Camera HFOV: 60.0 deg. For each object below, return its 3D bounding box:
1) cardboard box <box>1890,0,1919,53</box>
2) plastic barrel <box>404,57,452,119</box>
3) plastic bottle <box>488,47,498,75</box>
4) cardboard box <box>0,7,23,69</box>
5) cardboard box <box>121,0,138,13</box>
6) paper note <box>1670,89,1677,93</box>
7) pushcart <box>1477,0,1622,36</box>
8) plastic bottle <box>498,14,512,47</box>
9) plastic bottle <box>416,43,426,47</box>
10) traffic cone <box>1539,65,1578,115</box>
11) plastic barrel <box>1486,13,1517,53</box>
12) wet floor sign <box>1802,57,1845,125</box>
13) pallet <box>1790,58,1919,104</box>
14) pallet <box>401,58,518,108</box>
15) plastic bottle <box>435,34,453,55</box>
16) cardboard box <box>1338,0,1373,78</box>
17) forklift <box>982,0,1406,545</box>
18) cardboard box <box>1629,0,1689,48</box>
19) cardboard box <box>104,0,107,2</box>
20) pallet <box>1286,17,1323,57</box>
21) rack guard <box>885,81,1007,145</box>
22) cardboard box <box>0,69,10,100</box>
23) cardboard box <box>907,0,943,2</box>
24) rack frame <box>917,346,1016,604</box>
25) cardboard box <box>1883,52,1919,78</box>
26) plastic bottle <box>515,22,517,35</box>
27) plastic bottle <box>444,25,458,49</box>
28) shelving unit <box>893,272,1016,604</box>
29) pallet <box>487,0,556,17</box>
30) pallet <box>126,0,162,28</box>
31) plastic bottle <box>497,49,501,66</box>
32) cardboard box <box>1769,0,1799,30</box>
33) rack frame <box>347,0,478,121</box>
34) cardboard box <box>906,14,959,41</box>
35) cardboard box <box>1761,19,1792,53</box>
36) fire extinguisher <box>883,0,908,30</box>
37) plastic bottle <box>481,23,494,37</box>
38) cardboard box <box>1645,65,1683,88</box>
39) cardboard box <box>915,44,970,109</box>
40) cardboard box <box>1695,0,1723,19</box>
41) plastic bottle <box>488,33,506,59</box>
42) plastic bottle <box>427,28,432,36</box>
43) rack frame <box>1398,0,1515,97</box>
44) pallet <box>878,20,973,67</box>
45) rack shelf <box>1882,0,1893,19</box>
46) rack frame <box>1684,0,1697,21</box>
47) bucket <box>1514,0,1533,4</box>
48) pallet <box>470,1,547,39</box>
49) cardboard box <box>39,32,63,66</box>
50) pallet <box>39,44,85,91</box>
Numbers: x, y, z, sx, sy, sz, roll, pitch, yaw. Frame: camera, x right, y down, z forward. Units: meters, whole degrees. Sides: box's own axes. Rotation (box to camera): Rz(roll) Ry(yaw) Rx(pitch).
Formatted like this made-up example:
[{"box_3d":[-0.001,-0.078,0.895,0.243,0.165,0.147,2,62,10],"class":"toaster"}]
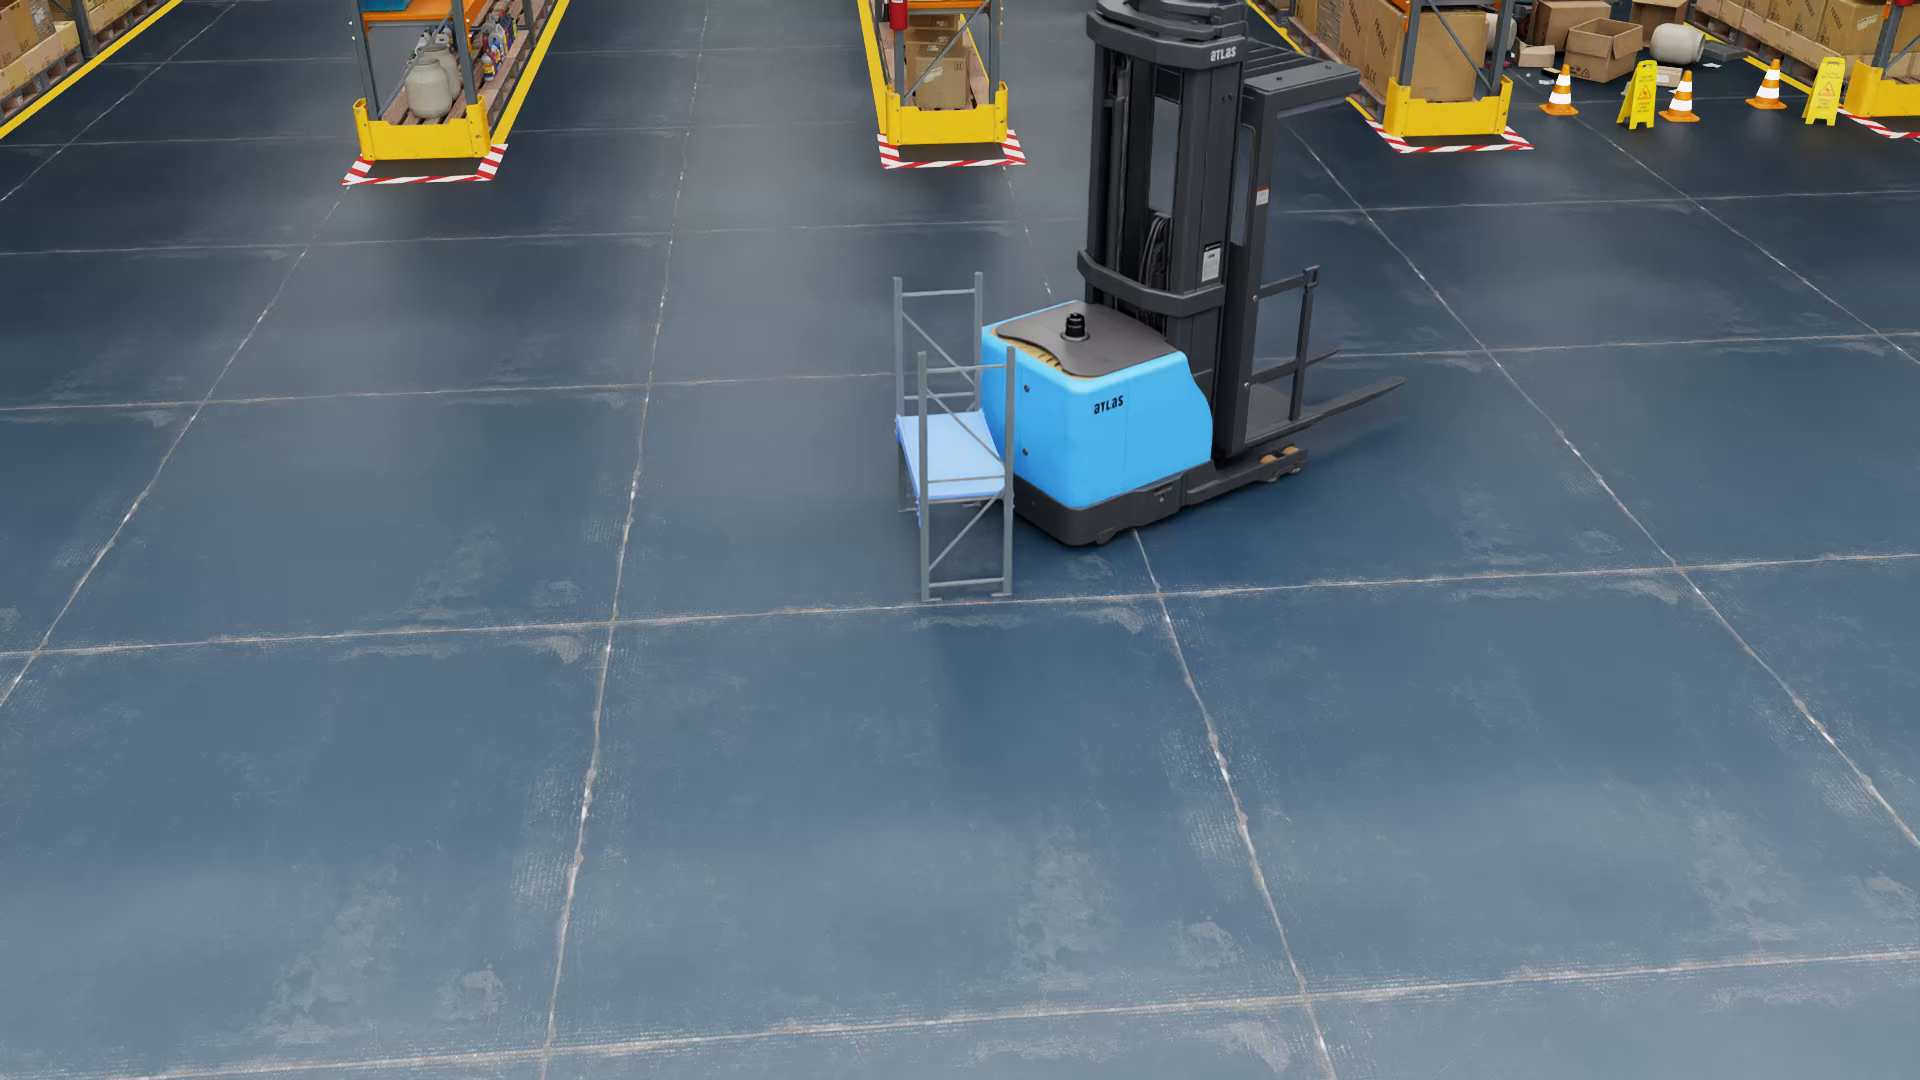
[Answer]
[{"box_3d":[9.937,-5.437,17.468,0.500,0.500,0.500,-4,31,-6],"class":"cardboard box"},{"box_3d":[-5.196,-4.410,16.225,0.421,0.512,0.421,0,31,0],"class":"plastic barrel"},{"box_3d":[-4.921,-5.045,17.492,0.061,0.283,0.133,-2,31,-4],"class":"plastic bottle"},{"box_3d":[-9.957,-5.102,16.908,0.500,0.500,0.500,-3,31,-5],"class":"cardboard box"},{"box_3d":[-10.253,-6.516,20.005,0.500,0.250,0.500,-4,31,-6],"class":"cardboard box"},{"box_3d":[7.669,-4.790,17.740,0.148,0.019,0.142,-14,33,-22],"class":"paper note"},{"box_3d":[7.100,-6.459,20.196,1.648,0.377,0.936,-14,33,-22],"class":"pushcart"},{"box_3d":[-5.067,-5.647,18.432,0.144,0.351,0.185,-4,31,-7],"class":"plastic bottle"},{"box_3d":[-5.676,-5.103,17.595,0.152,0.276,0.135,-4,31,-6],"class":"plastic bottle"},{"box_3d":[6.185,-4.639,17.065,0.336,0.463,0.334,-3,31,-5],"class":"traffic cone"},{"box_3d":[6.080,-5.820,19.080,0.512,0.421,0.421,20,36,29],"class":"plastic barrel"},{"box_3d":[8.692,-4.519,16.686,0.267,0.644,0.232,8,32,13],"class":"wet floor sign"},{"box_3d":[9.692,-4.936,17.808,1.003,0.211,1.213,-3,31,-5],"class":"pallet"},{"box_3d":[-5.294,-4.842,17.650,1.003,0.211,1.213,-3,31,-5],"class":"pallet"},{"box_3d":[-5.567,-5.302,17.928,0.152,0.276,0.135,-3,31,-5],"class":"plastic bottle"},{"box_3d":[4.607,-5.449,17.611,0.875,0.875,0.875,-3,31,-5],"class":"cardboard box"},{"box_3d":[1.563,-1.817,9.934,3.031,2.935,1.130,-20,36,-30],"class":"forklift"},{"box_3d":[8.111,-6.036,19.365,0.500,0.500,0.500,20,36,29],"class":"cardboard box"},{"box_3d":[-10.196,-6.492,19.418,0.500,0.311,0.500,-3,31,-5],"class":"cardboard box"},{"box_3d":[4.440,-5.842,19.325,1.003,0.211,1.213,-3,31,-5],"class":"pallet"},{"box_3d":[-0.134,-4.169,16.242,1.175,0.500,0.348,-3,31,-5],"class":"rack guard"},{"box_3d":[-9.916,-4.525,16.672,0.500,0.250,0.500,-3,31,-5],"class":"cardboard box"},{"box_3d":[-0.359,-5.231,15.827,0.380,0.149,0.250,-3,31,-5],"class":"cardboard box"},{"box_3d":[0.034,-0.321,8.824,0.500,1.500,0.032,-5,31,-8],"class":"rack frame"},{"box_3d":[9.939,-5.103,17.640,0.500,0.250,0.500,-3,31,-5],"class":"cardboard box"},{"box_3d":[-5.088,-5.825,18.877,0.097,0.201,0.097,0,31,0],"class":"plastic bottle"},{"box_3d":[-5.626,-5.634,18.412,0.144,0.351,0.185,-3,31,-5],"class":"plastic bottle"},{"box_3d":[-0.044,-0.578,9.255,0.538,1.500,1.048,-5,31,-8],"class":"shelving unit"},{"box_3d":[-5.661,-6.834,20.986,1.003,0.211,1.213,-3,31,-5],"class":"pallet"},{"box_3d":[-10.589,-6.574,20.550,1.003,0.211,1.213,-3,31,-5],"class":"pallet"},{"box_3d":[-4.968,-5.170,17.781,0.097,0.201,0.097,0,31,0],"class":"plastic bottle"},{"box_3d":[9.313,-5.920,18.277,0.500,0.500,0.500,-3,31,-6],"class":"cardboard box"},{"box_3d":[-5.059,-4.966,15.138,1.000,3.000,0.127,-3,31,-5],"class":"rack frame"},{"box_3d":[-0.306,-5.541,18.130,0.500,0.500,0.500,-5,31,-9],"class":"cardboard box"},{"box_3d":[9.301,-5.609,18.488,0.500,0.250,0.500,-4,31,-6],"class":"cardboard box"},{"box_3d":[-0.575,-5.089,15.421,0.296,0.674,0.183,-3,31,-5],"class":"fire extinguisher"},{"box_3d":[-5.212,-5.595,18.418,0.152,0.276,0.135,-3,31,-5],"class":"plastic bottle"},{"box_3d":[7.606,-5.026,18.019,0.380,0.149,0.250,13,33,21],"class":"cardboard box"},{"box_3d":[-0.169,-4.630,16.604,0.500,0.500,0.500,3,31,5],"class":"cardboard box"},{"box_3d":[9.152,-6.406,19.821,0.500,0.250,0.500,-4,31,-7],"class":"cardboard box"},{"box_3d":[-5.026,-5.366,18.036,0.152,0.276,0.135,-2,31,-4],"class":"plastic bottle"},{"box_3d":[-5.778,-5.416,18.112,0.061,0.283,0.133,-1,31,-2],"class":"plastic bottle"},{"box_3d":[4.821,-5.389,15.847,1.000,3.000,0.127,-3,31,-5],"class":"rack frame"},{"box_3d":[-0.403,-5.707,19.098,1.003,0.211,1.213,-3,31,-5],"class":"pallet"},{"box_3d":[9.553,-6.390,18.225,1.077,0.370,4.000,-3,31,-5],"class":"rack shelf"},{"box_3d":[9.366,-7.720,19.750,1.000,3.000,0.127,-3,31,-5],"class":"rack frame"},{"box_3d":[6.755,-6.719,19.784,0.726,0.611,0.620,8,22,13],"class":"bucket"},{"box_3d":[-5.544,-6.210,19.941,1.003,0.211,1.213,-3,31,-5],"class":"pallet"},{"box_3d":[-10.066,-5.290,17.954,0.500,0.250,0.500,-3,31,-5],"class":"cardboard box"},{"box_3d":[-10.332,-5.167,18.195,1.003,0.211,1.213,-3,31,-5],"class":"pallet"}]
